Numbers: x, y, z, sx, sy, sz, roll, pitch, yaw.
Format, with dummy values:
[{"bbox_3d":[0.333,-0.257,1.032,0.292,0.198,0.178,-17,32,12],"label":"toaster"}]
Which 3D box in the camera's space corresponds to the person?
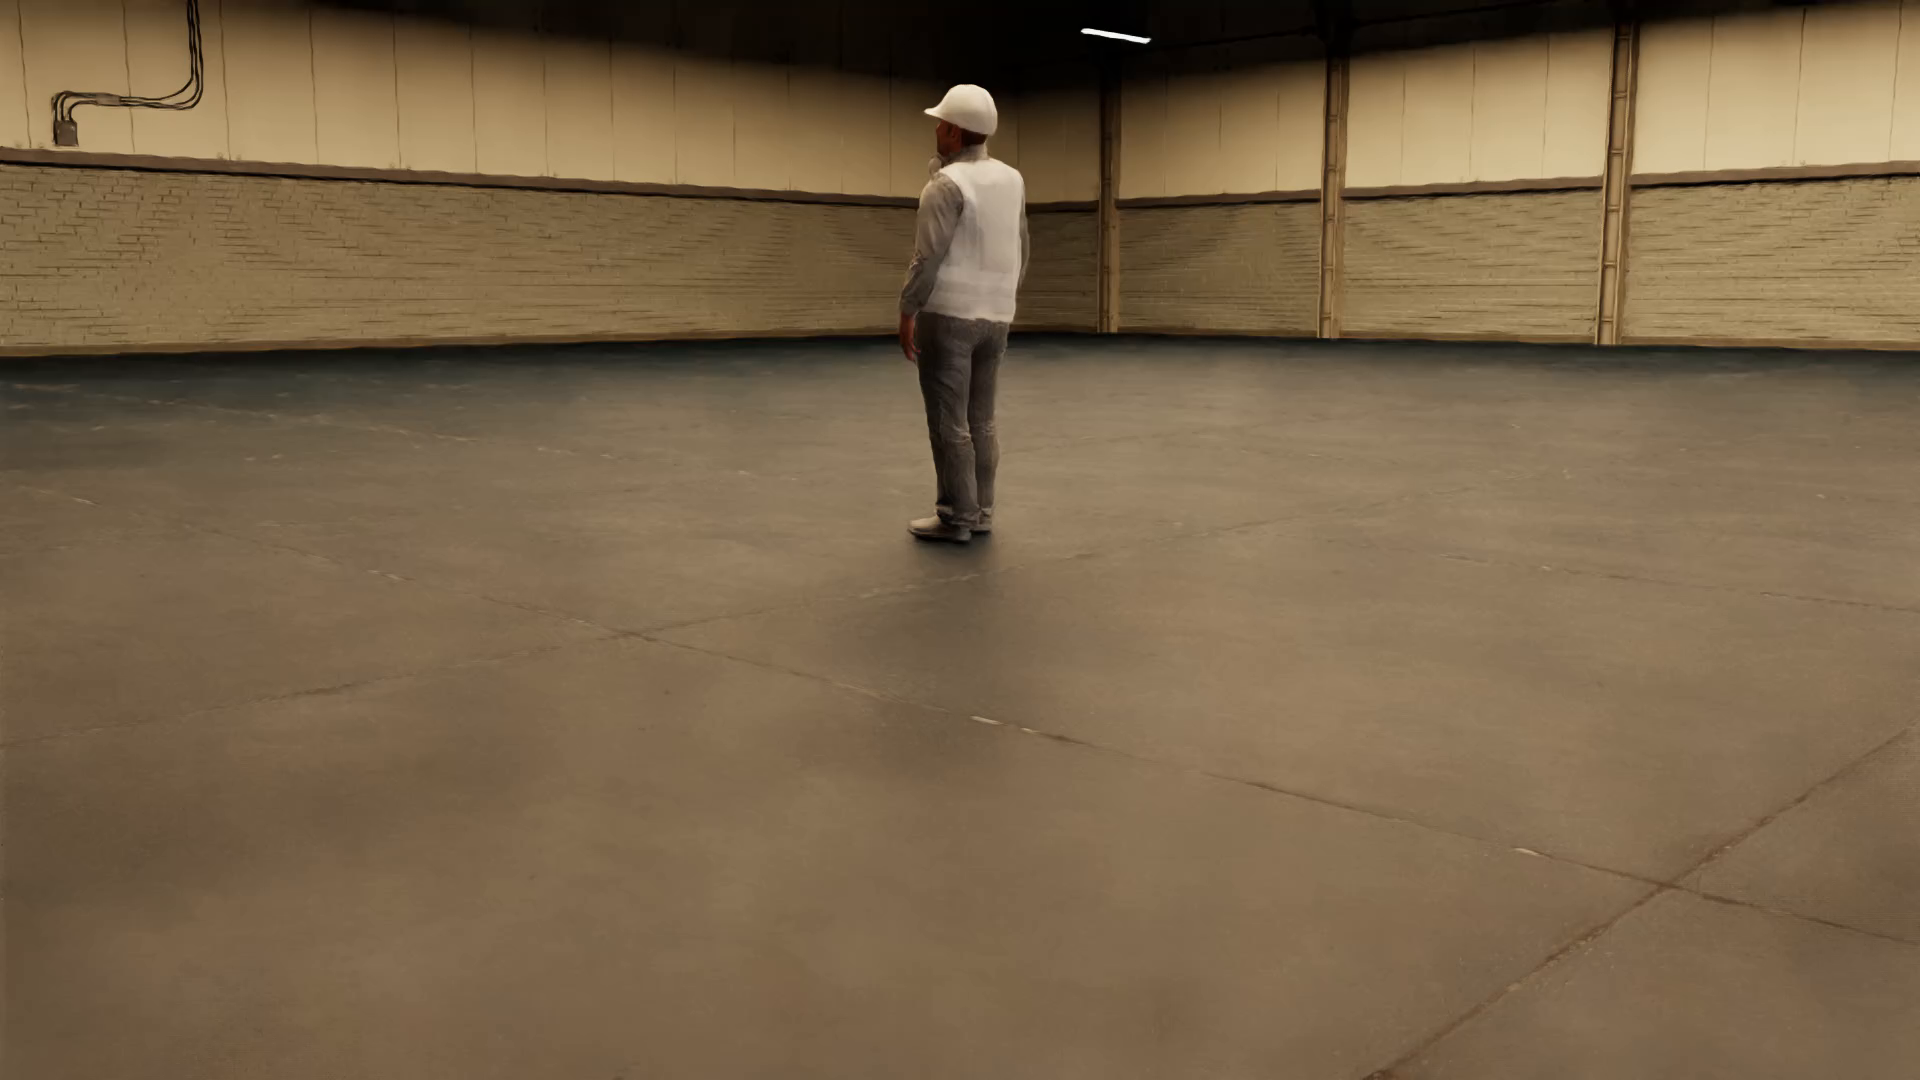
[{"bbox_3d":[-0.039,-0.892,6.633,0.567,1.773,0.632,8,12,43],"label":"person"}]
